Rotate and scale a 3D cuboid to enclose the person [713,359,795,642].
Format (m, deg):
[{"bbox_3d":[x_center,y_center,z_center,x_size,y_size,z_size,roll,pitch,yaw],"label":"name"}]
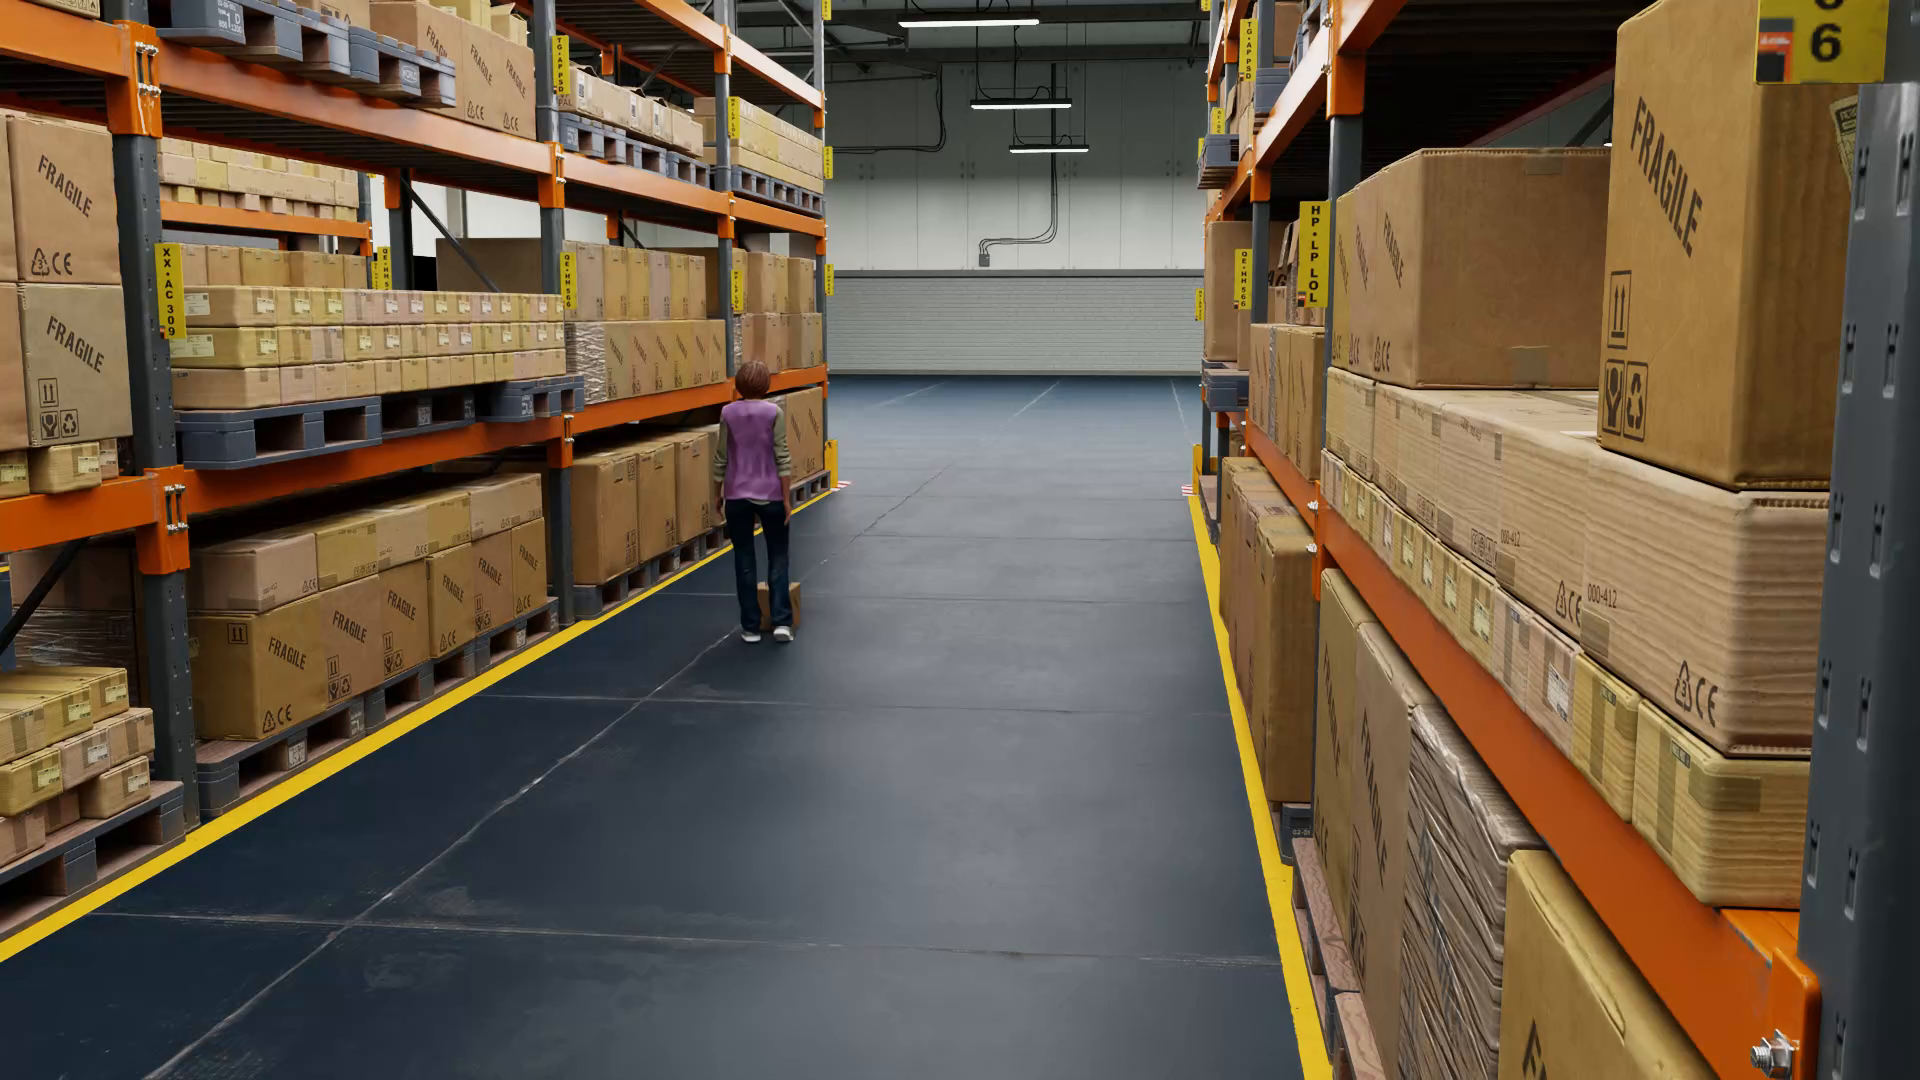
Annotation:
[{"bbox_3d":[-1.165,-0.174,9.376,0.453,1.611,0.370,0,8,-1],"label":"person"}]
